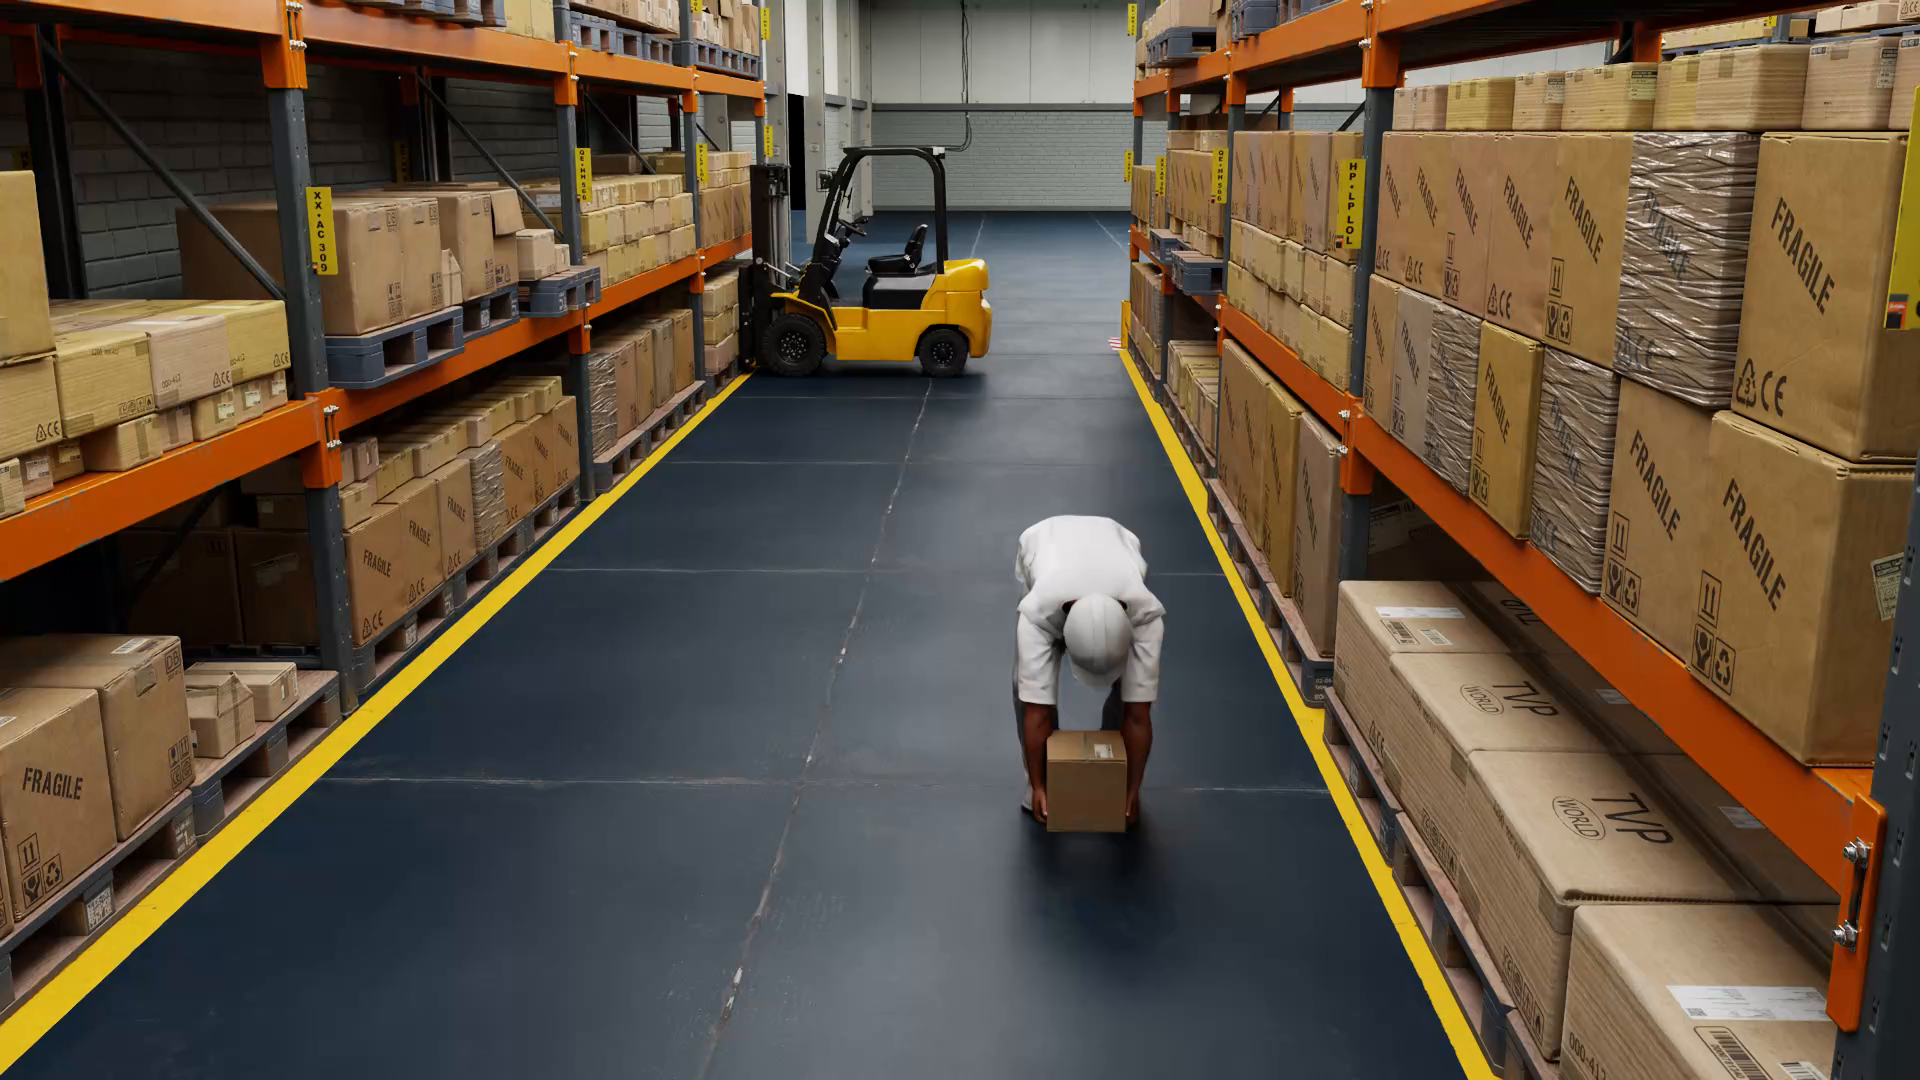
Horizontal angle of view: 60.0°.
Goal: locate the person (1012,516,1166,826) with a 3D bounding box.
[{"bbox_3d":[0.424,0.473,5.556,0.490,1.030,0.979,0,14,-1],"label":"person"}]
